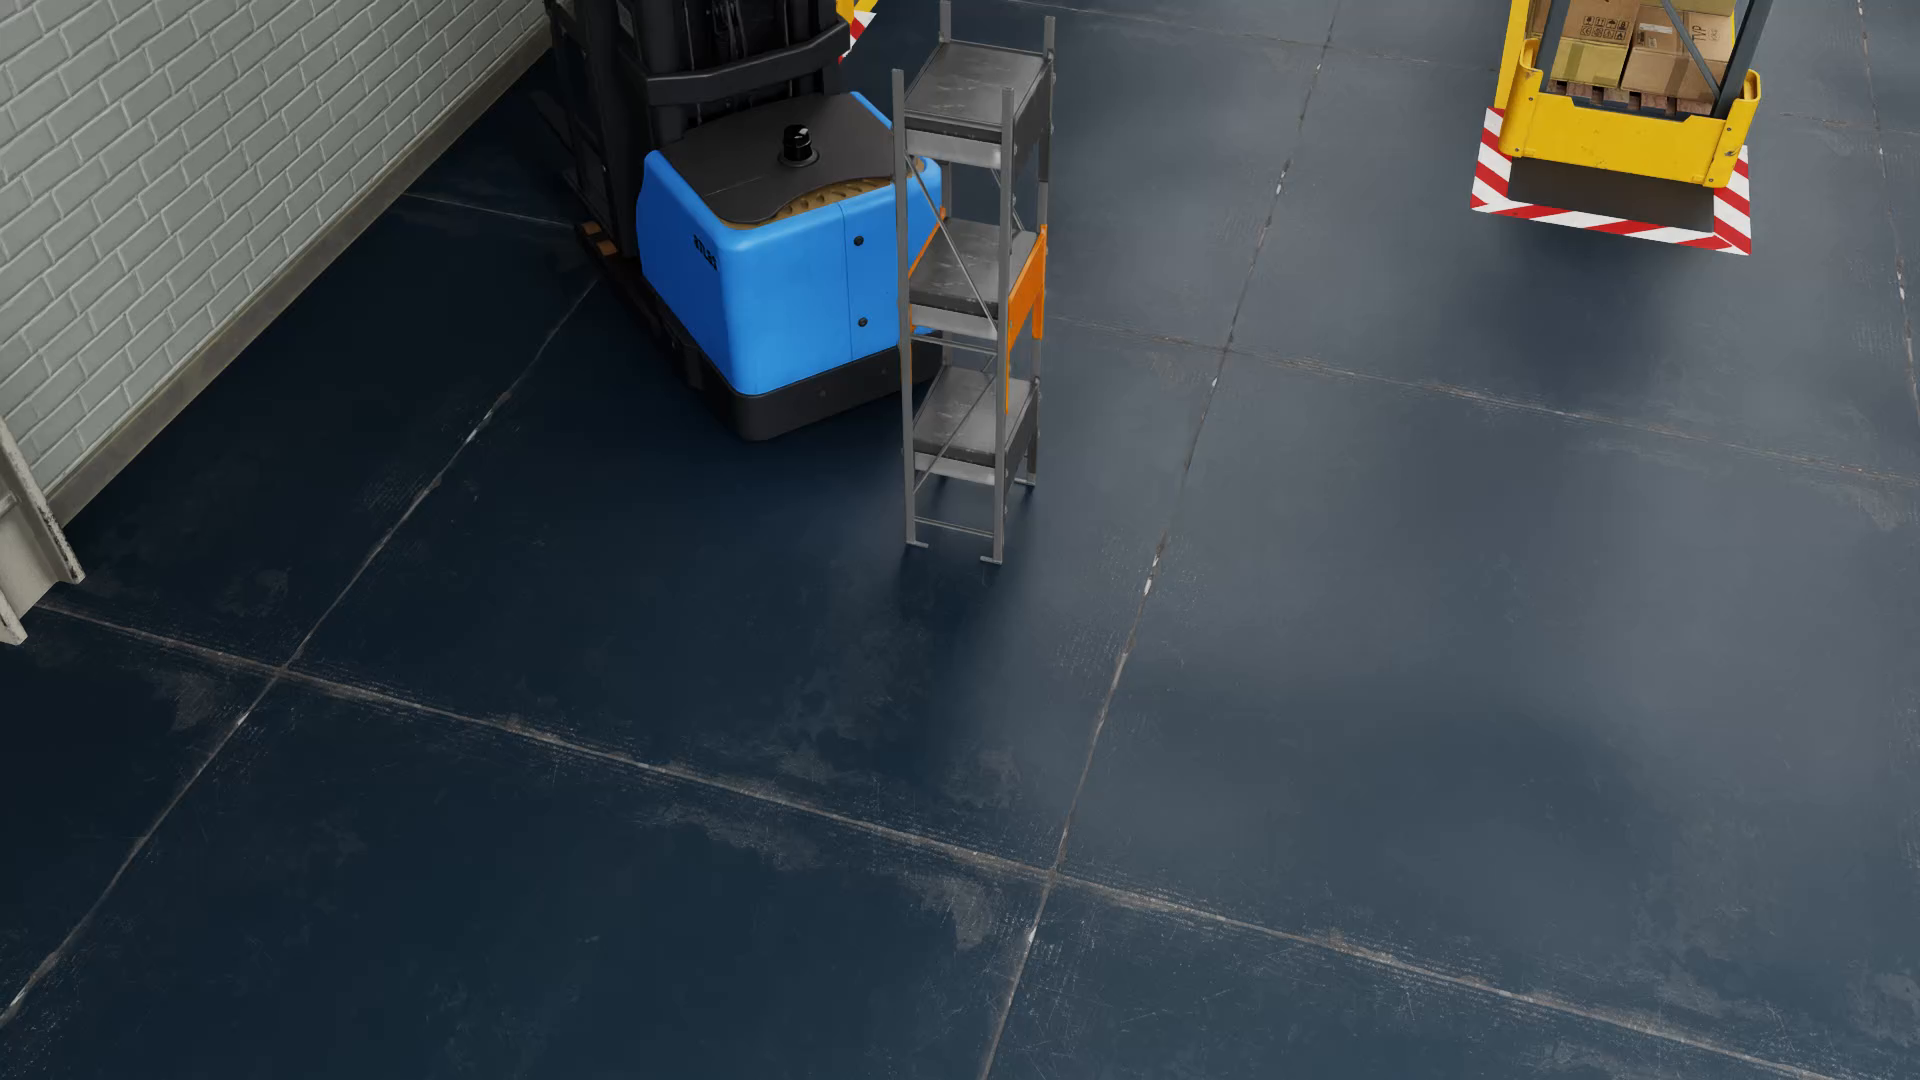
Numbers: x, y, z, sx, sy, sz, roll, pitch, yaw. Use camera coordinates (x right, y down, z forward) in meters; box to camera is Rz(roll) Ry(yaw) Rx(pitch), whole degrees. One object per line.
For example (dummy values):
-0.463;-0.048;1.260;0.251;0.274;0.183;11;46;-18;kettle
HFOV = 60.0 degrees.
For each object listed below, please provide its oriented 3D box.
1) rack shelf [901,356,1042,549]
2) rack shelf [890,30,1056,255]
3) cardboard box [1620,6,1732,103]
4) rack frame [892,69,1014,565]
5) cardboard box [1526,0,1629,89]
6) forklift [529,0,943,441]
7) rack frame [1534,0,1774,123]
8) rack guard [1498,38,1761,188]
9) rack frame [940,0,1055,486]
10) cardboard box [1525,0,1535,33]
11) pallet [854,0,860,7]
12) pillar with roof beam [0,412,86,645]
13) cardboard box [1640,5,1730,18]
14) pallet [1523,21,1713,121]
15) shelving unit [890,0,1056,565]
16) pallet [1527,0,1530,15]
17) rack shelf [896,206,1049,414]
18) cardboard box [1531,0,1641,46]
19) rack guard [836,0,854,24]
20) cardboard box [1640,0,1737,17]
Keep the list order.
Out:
0.050;-0.351;6.627;0.431;0.518;0.480;13;46;13;rack shelf
0.050;-1.351;5.648;0.431;0.518;0.480;13;46;13;rack shelf
3.849;-2.615;8.943;0.500;0.250;0.500;13;46;13;cardboard box
-0.024;-0.698;5.962;0.400;2.100;0.015;13;46;13;rack frame
3.356;-2.725;9.056;0.500;0.250;0.500;13;46;13;cardboard box
-1.232;-2.486;7.195;1.130;2.935;3.031;-23;49;-22;forklift
3.475;-3.137;7.811;1.000;3.000;0.127;13;46;13;rack frame
3.468;-2.228;8.669;1.175;0.500;0.348;13;46;13;rack guard
0.124;-1.023;6.295;0.400;2.100;0.015;13;46;13;rack frame
3.496;-3.061;9.399;0.500;0.250;0.500;13;46;13;cardboard box
-0.944;-3.772;10.454;1.003;0.211;1.213;13;46;13;pallet
0.426;-2.067;2.428;9.100;9.000;0.400;13;46;13;pillar with roof beam
3.997;-2.949;9.285;0.500;0.250;0.500;13;46;13;cardboard box
3.667;-2.659;9.317;1.003;0.211;1.213;13;46;13;pallet
0.050;-0.861;6.128;0.431;2.100;0.503;13;46;13;shelving unit
4.038;-3.470;10.145;1.003;0.211;1.213;13;46;13;pallet
0.050;-0.851;6.138;0.431;0.518;0.480;13;46;13;rack shelf
3.354;-2.993;8.794;0.500;0.500;0.500;13;46;13;cardboard box
-1.224;-3.341;9.807;1.175;0.500;0.348;13;46;13;rack guard
3.999;-3.217;9.022;0.500;0.500;0.500;13;46;13;cardboard box
